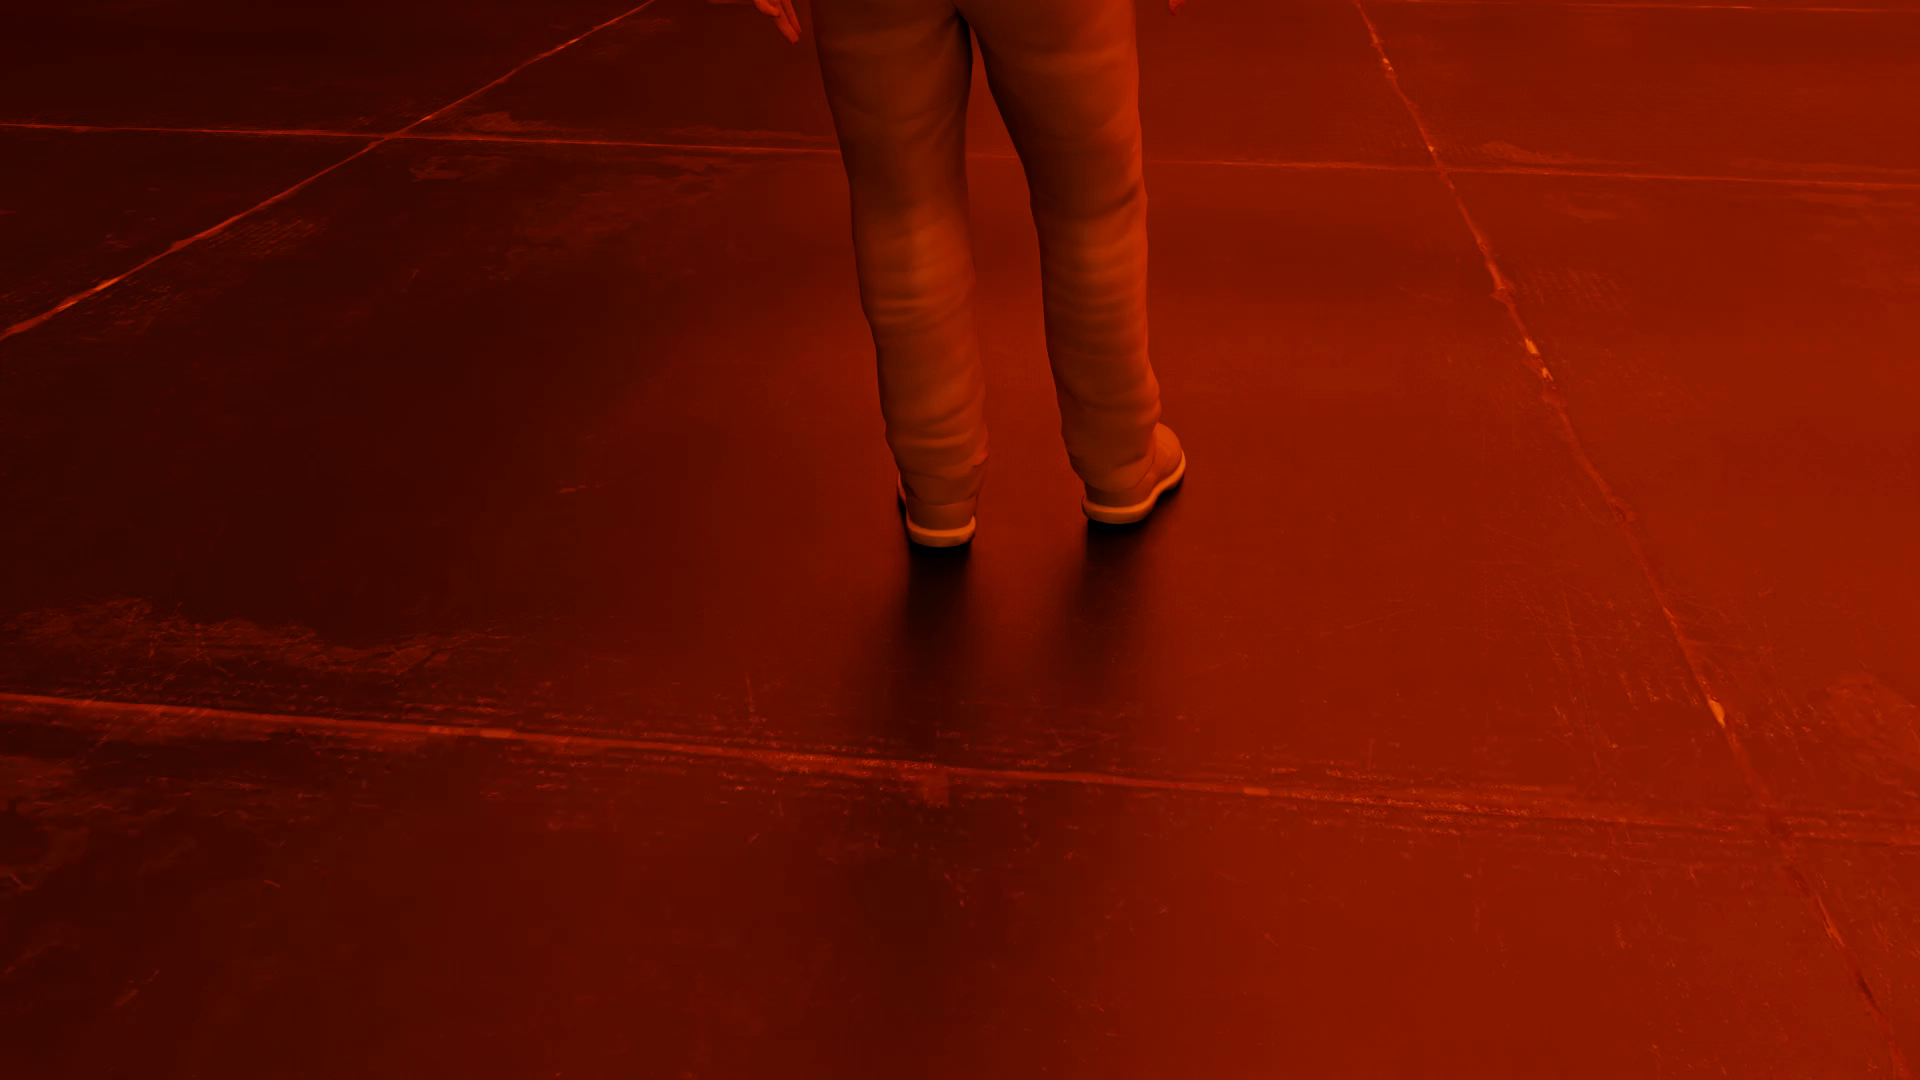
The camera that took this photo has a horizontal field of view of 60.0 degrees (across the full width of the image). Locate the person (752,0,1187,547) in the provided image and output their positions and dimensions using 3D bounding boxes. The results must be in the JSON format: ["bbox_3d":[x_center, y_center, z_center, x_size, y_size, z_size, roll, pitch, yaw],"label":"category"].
[{"bbox_3d":[0.024,-0.819,2.189,0.640,1.727,0.551,3,27,7],"label":"person"}]
